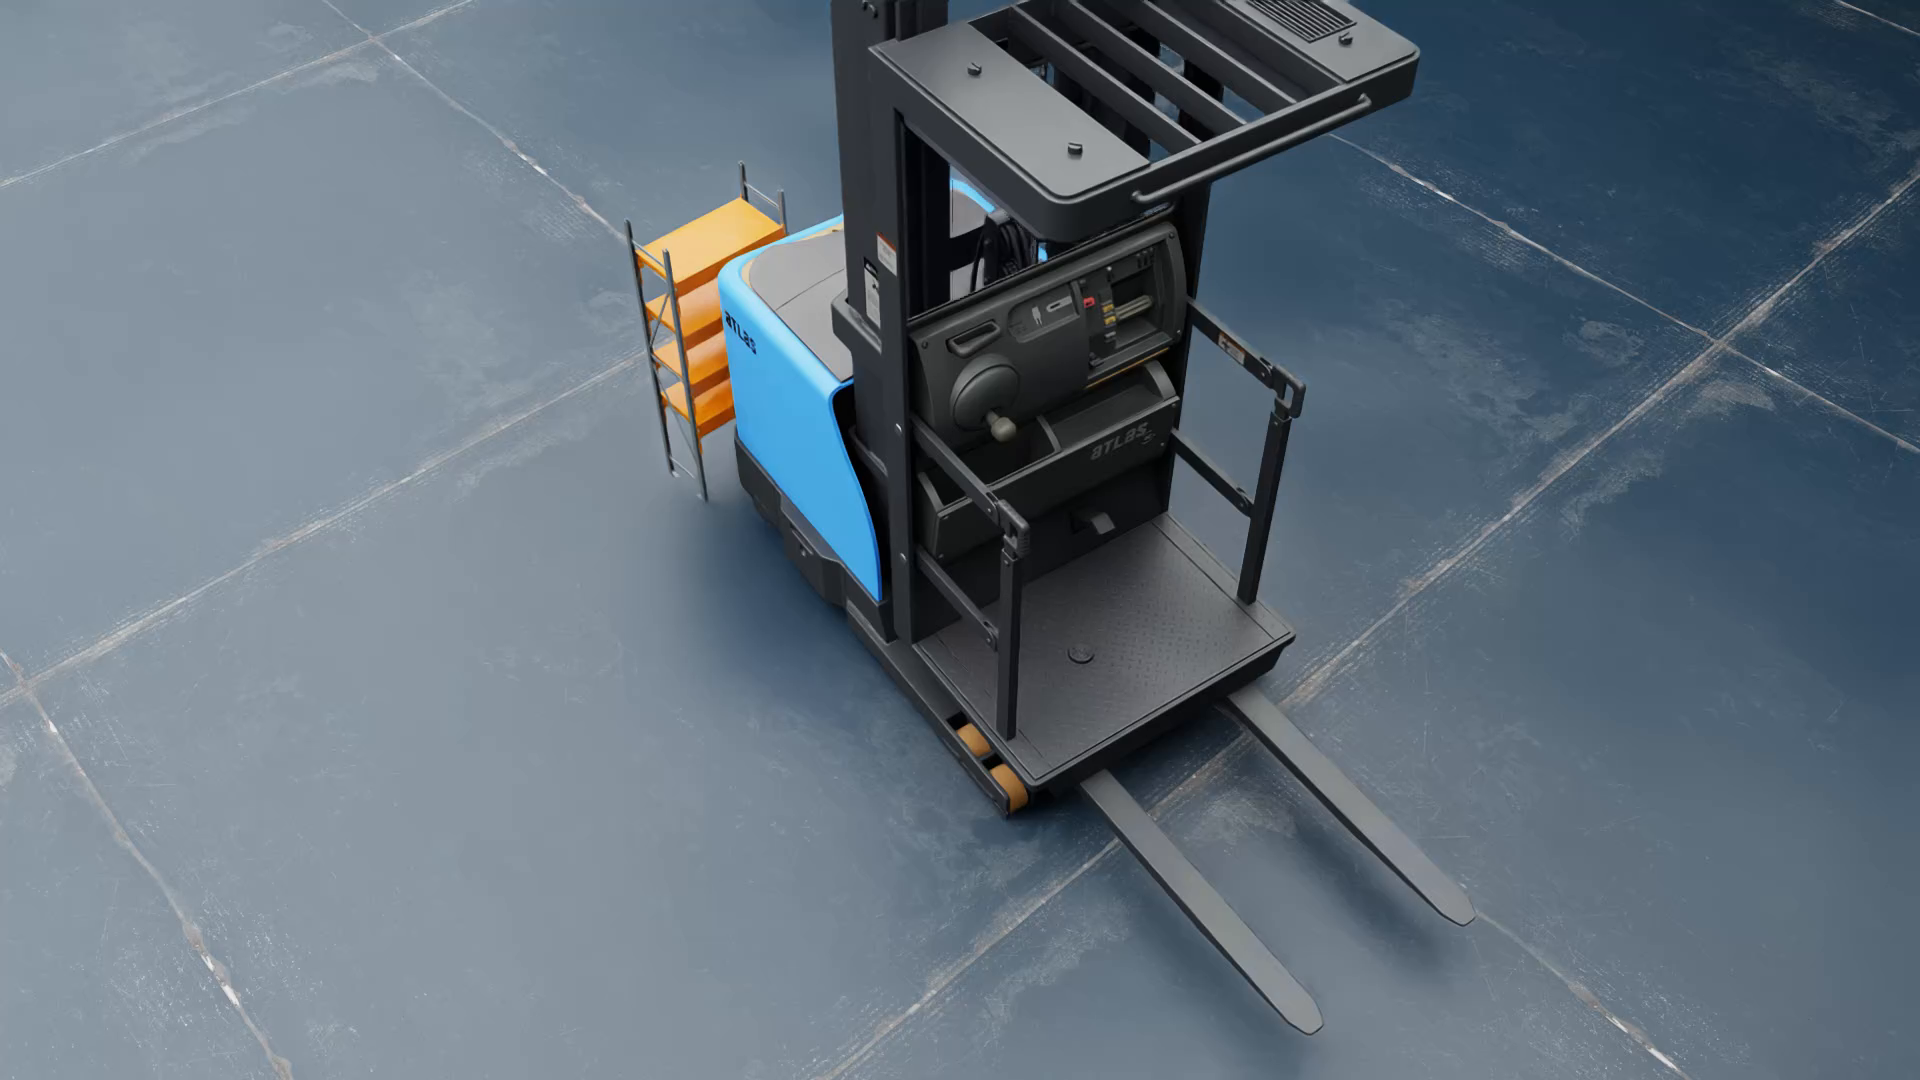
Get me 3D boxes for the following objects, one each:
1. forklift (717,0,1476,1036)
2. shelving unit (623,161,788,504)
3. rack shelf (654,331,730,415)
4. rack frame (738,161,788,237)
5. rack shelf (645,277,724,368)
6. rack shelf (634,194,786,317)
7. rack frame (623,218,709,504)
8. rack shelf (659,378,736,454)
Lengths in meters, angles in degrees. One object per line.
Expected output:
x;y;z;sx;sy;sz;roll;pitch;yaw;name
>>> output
0.402;-0.509;4.725;1.130;2.935;3.031;-27;53;-22;forklift
-0.873;-0.736;6.113;0.503;1.200;0.258;-34;56;-28;shelving unit
-0.873;-0.691;6.162;0.480;0.148;0.258;-34;56;-28;rack shelf
-0.694;-0.859;6.226;0.015;1.200;0.240;-34;56;-28;rack frame
-0.872;-0.842;5.997;0.480;0.148;0.258;-34;56;-28;rack shelf
-0.872;-1.002;5.823;0.480;0.148;0.258;-34;56;-28;rack shelf
-1.051;-0.614;6.000;0.015;1.200;0.240;-34;56;-28;rack frame
-0.873;-0.557;6.308;0.480;0.148;0.258;-34;56;-28;rack shelf
